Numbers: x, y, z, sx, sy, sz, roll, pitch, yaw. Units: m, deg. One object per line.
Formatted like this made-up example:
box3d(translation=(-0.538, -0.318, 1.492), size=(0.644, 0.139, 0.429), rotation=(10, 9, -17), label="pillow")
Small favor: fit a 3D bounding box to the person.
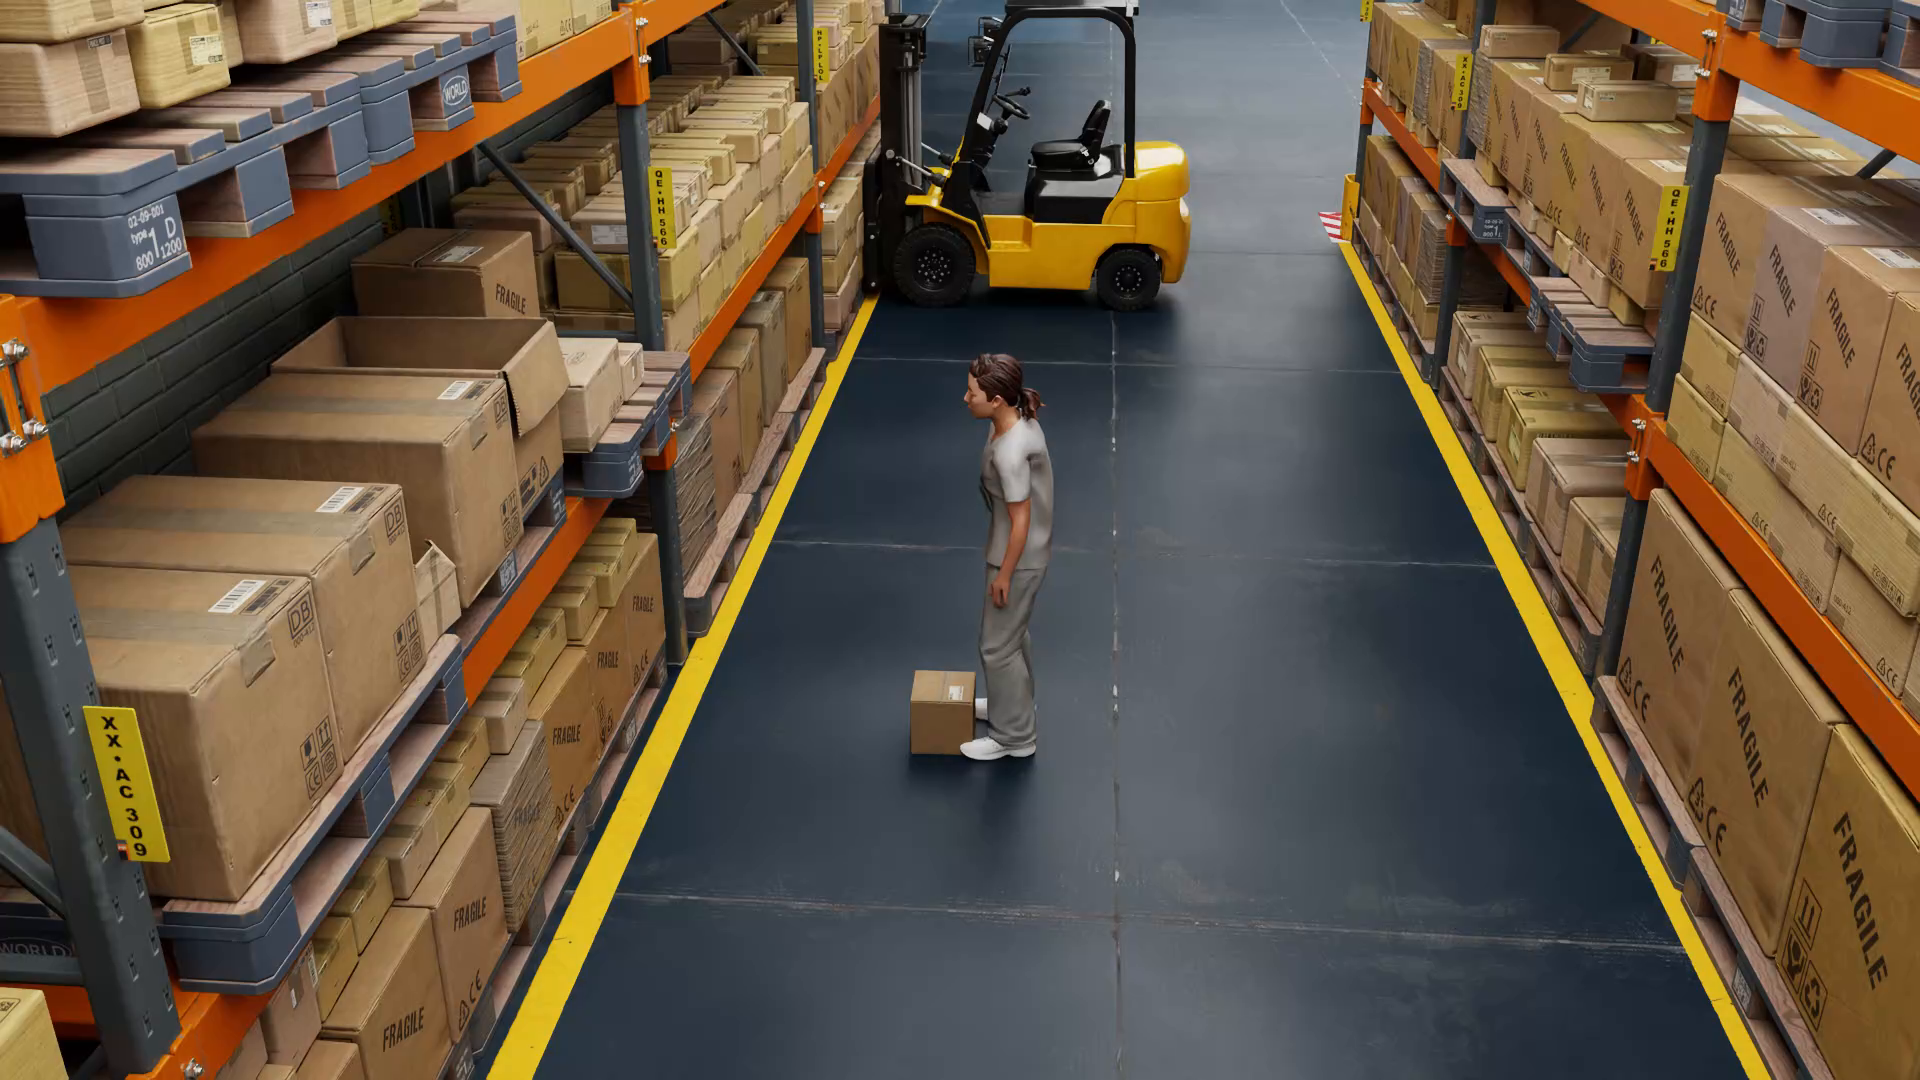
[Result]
box3d(translation=(0.181, 0.111, 6.491), size=(0.359, 1.566, 0.514), rotation=(0, 25, 1), label="person")
